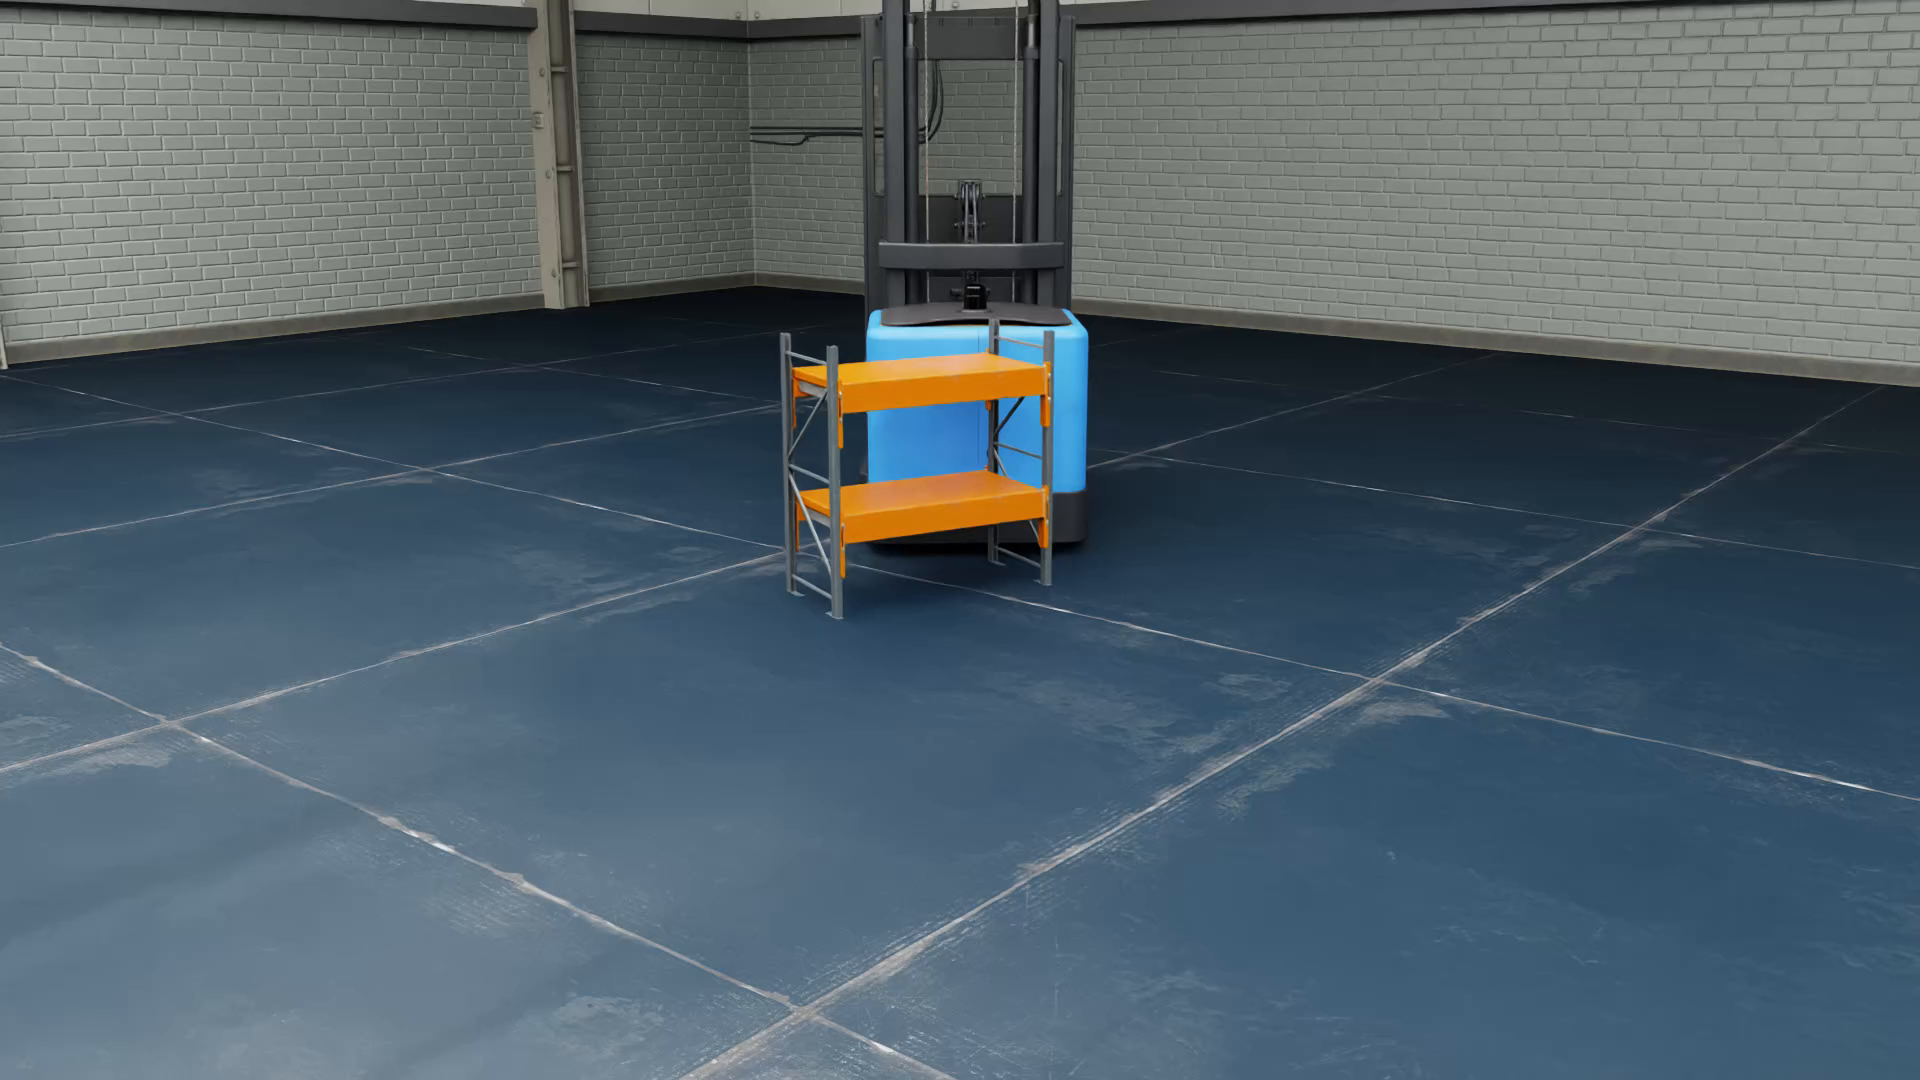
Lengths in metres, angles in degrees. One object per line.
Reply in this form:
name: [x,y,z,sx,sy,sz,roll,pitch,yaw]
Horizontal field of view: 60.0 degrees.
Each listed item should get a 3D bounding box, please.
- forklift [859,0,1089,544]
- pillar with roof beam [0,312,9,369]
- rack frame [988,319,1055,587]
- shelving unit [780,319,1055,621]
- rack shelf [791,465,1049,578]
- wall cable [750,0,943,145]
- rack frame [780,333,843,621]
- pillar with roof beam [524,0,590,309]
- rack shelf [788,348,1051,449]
forklift: [0.032,-1.707,8.891,1.130,2.935,3.031,-1,14,-2]
pillar with roof beam: [-4.711,-5.088,9.874,9.100,9.000,0.400,11,18,38]
rack frame: [0.266,-0.393,7.385,0.032,1.125,0.500,-8,16,-29]
shelving unit: [-0.176,-0.331,7.141,1.048,1.125,0.538,-8,16,-29]
rack shelf: [-0.176,-0.094,7.201,1.000,0.278,0.538,-8,16,-29]
wall cable: [-1.408,-5.758,18.818,3.097,2.526,0.112,11,18,38]
rack frame: [-0.618,-0.269,6.897,0.032,1.125,0.500,-8,16,-29]
pillar with roof beam: [-0.940,-6.237,14.398,9.100,9.000,0.400,11,18,38]
rack shelf: [-0.176,-0.615,7.069,1.000,0.278,0.538,-8,16,-29]
